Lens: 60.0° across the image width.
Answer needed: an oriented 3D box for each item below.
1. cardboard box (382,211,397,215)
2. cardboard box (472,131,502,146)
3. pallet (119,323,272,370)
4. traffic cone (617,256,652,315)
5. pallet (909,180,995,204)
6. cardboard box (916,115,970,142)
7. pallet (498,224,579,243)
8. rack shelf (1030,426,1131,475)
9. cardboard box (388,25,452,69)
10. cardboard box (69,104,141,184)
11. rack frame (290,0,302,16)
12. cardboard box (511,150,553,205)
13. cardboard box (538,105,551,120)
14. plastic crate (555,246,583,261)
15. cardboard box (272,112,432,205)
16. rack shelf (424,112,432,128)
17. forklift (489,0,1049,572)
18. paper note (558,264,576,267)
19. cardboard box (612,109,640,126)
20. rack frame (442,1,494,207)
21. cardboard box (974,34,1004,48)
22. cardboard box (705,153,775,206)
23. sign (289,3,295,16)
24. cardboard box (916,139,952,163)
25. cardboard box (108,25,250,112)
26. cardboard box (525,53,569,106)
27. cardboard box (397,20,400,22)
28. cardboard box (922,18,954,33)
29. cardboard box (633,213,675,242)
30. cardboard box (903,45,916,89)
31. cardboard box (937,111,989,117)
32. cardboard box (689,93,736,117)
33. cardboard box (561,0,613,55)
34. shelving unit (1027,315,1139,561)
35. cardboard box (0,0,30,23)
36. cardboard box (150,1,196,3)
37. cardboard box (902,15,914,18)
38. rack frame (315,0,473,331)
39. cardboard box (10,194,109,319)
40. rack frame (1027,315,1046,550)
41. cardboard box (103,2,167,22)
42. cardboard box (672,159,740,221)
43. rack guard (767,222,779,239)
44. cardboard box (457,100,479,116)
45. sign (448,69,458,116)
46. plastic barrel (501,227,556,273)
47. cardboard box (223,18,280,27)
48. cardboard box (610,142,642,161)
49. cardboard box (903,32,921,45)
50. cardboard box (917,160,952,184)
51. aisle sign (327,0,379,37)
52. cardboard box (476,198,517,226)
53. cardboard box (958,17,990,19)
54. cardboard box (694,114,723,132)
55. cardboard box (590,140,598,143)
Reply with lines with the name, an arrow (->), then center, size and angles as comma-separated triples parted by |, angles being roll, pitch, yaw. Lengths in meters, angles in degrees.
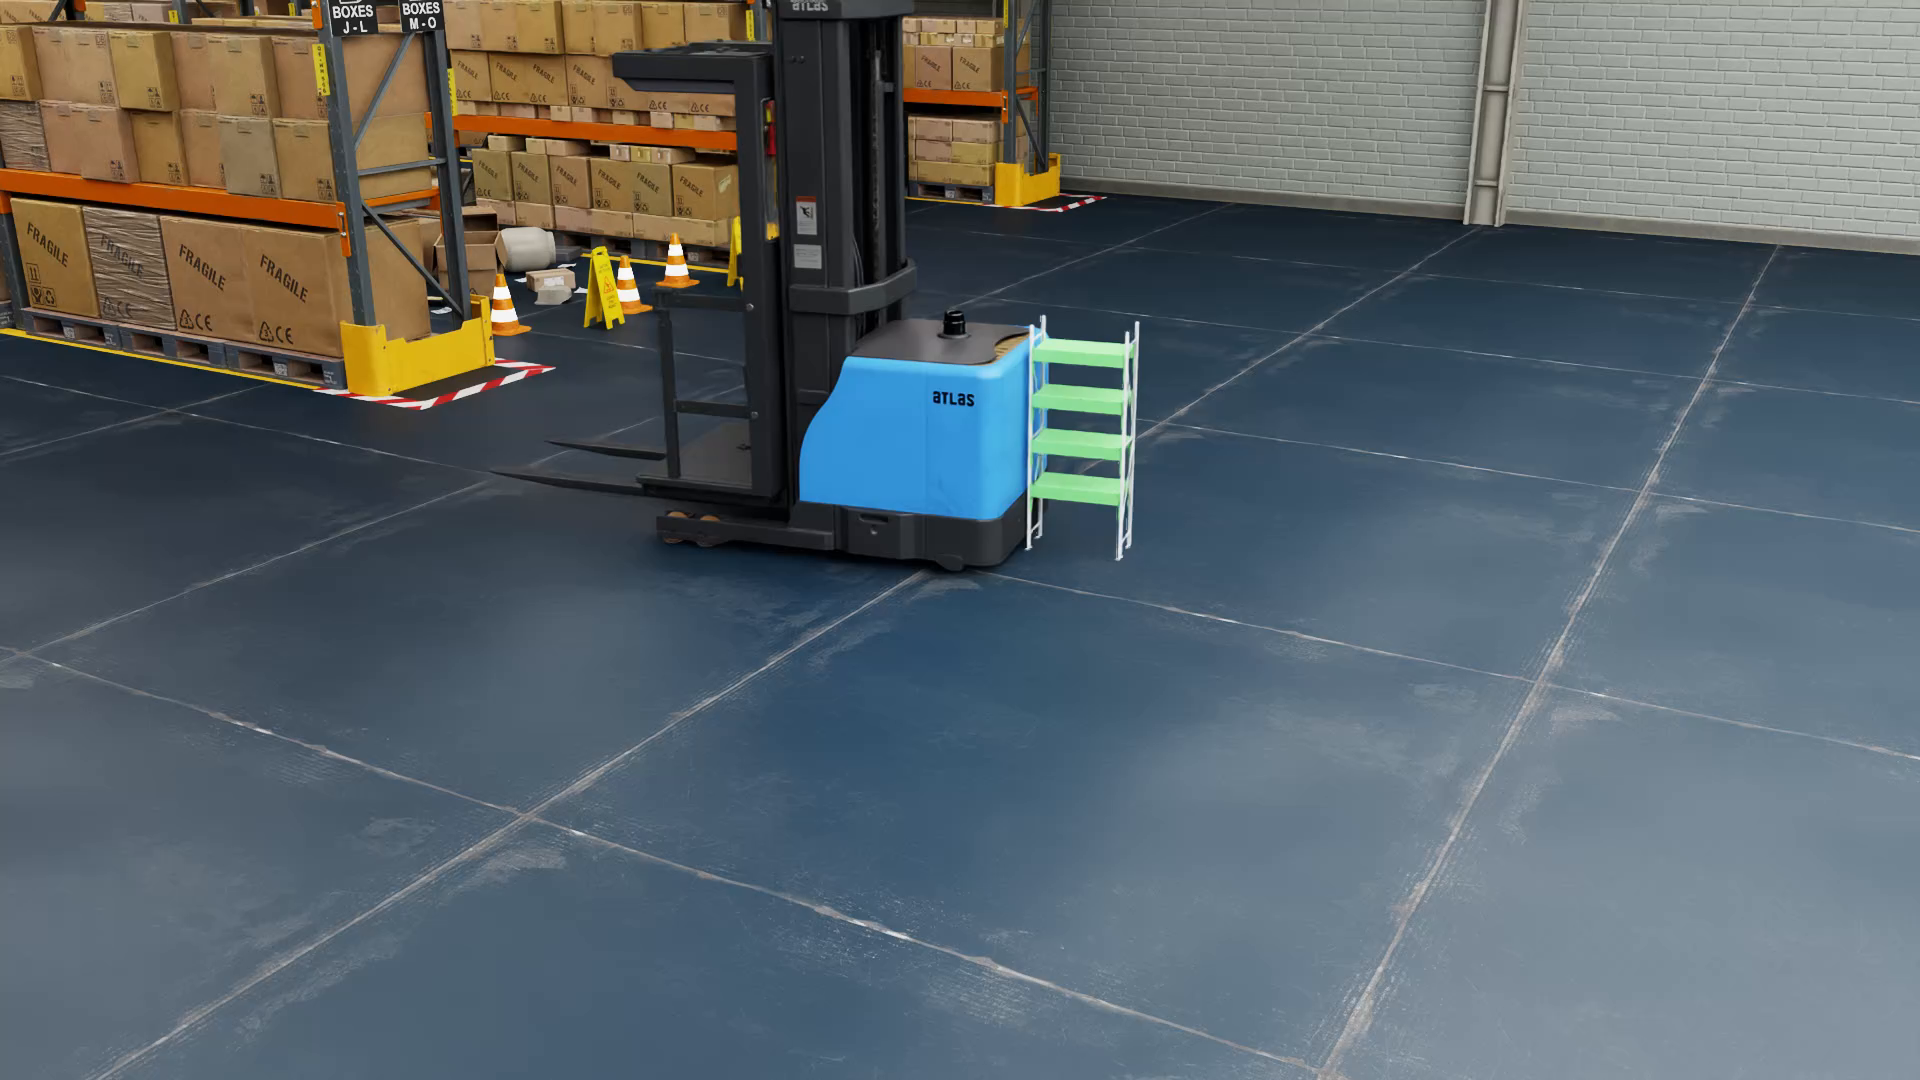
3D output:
cardboard box -> -5.943, -3.407, 16.414 | 0.500, 0.500, 0.500 | 11, 23, 27
cardboard box -> -6.650, -5.933, 23.873 | 0.500, 0.500, 0.500 | 12, 23, 29
pallet -> -5.733, -1.607, 12.987 | 1.213, 0.211, 1.003 | 11, 23, 27
traffic cone -> -2.859, -2.204, 14.262 | 0.334, 0.463, 0.336 | 11, 23, 27
pallet -> 0.120, -4.378, 20.625 | 1.213, 0.211, 1.003 | 11, 23, 27
cardboard box -> -0.195, -5.016, 20.244 | 0.500, 0.250, 0.500 | 11, 23, 28
pallet -> -4.498, -3.349, 17.788 | 1.213, 0.211, 1.003 | 11, 23, 27
rack shelf -> 0.626, -0.462, 8.567 | 0.480, 0.148, 0.258 | 6, 21, 17
cardboard box -> -5.617, -5.154, 17.475 | 0.500, 0.500, 0.500 | 10, 22, 26
cardboard box -> -6.194, -3.074, 12.720 | 0.550, 0.550, 0.875 | 11, 23, 27
rack frame -> -9.668, -7.570, 25.334 | 0.127, 3.000, 1.000 | 11, 23, 27
cardboard box -> -4.245, -3.754, 17.133 | 0.500, 0.500, 0.500 | 12, 23, 29
cardboard box -> -4.043, -4.347, 16.818 | 0.250, 0.149, 0.380 | 11, 23, 27
plastic crate -> -4.131, -2.883, 16.697 | 0.583, 0.080, 0.402 | 3, 20, 9
cardboard box -> -4.281, -2.724, 11.756 | 0.550, 0.550, 0.875 | 11, 23, 27
rack shelf -> -6.848, -4.755, 18.631 | 4.000, 0.370, 1.077 | 11, 23, 27
forklift -> -1.089, -1.500, 8.703 | 3.031, 2.935, 1.130 | 6, 21, 17
paper note -> -3.831, -2.680, 16.209 | 0.148, 0.019, 0.142 | 3, 20, 9
cardboard box -> -3.191, -4.168, 16.325 | 0.250, 0.149, 0.380 | 11, 22, 27
rack frame -> -5.102, -4.761, 17.591 | 0.127, 3.000, 1.000 | 11, 23, 27
cardboard box -> 0.369, -5.900, 19.634 | 0.250, 0.149, 0.380 | 11, 23, 28
cardboard box -> -2.200, -3.573, 16.634 | 0.500, 0.500, 0.500 | 10, 22, 26
sign -> -9.926, -7.814, 24.738 | 0.005, 0.325, 0.100 | 11, 23, 27
cardboard box -> -0.202, -4.788, 20.350 | 0.500, 0.250, 0.500 | 11, 22, 27
cardboard box -> -5.714, -3.504, 12.322 | 0.500, 0.550, 0.875 | 11, 23, 27
cardboard box -> -3.972, -4.628, 16.641 | 0.500, 0.500, 0.500 | 11, 22, 27
cardboard box -> -6.234, -5.478, 18.369 | 0.500, 0.500, 0.500 | 11, 22, 27
cardboard box -> -0.261, -6.193, 20.006 | 0.250, 0.149, 0.380 | 11, 23, 28
cardboard box -> -2.895, -3.143, 16.549 | 0.500, 0.250, 0.500 | 11, 23, 27
cardboard box -> -0.646, -5.799, 20.306 | 0.500, 0.500, 0.500 | 10, 22, 26
cardboard box -> 0.043, -5.167, 20.662 | 0.500, 0.250, 0.500 | 11, 23, 27
cardboard box -> -2.218, -4.291, 15.713 | 0.500, 0.500, 0.500 | 10, 22, 26
cardboard box -> -3.463, -5.038, 16.305 | 0.500, 0.500, 0.700 | 11, 22, 27
shelving unit -> 0.626, -0.522, 8.546 | 0.503, 1.200, 0.258 | 6, 21, 17
cardboard box -> -11.384, -6.373, 20.423 | 0.500, 0.500, 0.500 | 11, 22, 27
cardboard box -> -9.343, -6.178, 19.884 | 0.500, 0.500, 0.500 | 11, 23, 28
cardboard box -> -0.717, -6.451, 20.716 | 0.250, 0.149, 0.380 | 11, 23, 28
rack frame -> -3.935, -2.605, 11.649 | 0.127, 3.000, 1.000 | 11, 23, 27
cardboard box -> -6.912, -2.344, 13.428 | 0.875, 0.875, 0.875 | 11, 23, 28
rack frame -> 0.394, -0.548, 8.617 | 0.015, 1.200, 0.240 | 6, 21, 17
cardboard box -> -9.625, -6.034, 19.489 | 0.500, 0.500, 0.500 | 11, 23, 28
cardboard box -> -2.436, -3.409, 16.180 | 0.500, 0.500, 0.500 | 11, 23, 28
rack guard -> -1.676, -2.933, 16.219 | 0.348, 0.500, 1.175 | 11, 23, 27
cardboard box -> -4.983, -4.495, 17.227 | 0.250, 0.149, 0.380 | 11, 23, 27
sign -> -3.659, -3.214, 11.940 | 0.005, 0.325, 0.100 | 11, 23, 27
plastic barrel -> -4.151, -2.778, 15.901 | 0.512, 0.421, 0.421 | -7, 21, -20
cardboard box -> -7.855, -5.582, 18.656 | 0.500, 0.500, 0.500 | 12, 23, 30
cardboard box -> -3.236, -3.842, 16.423 | 0.250, 0.149, 0.380 | 12, 23, 30
cardboard box -> -0.533, -6.070, 20.103 | 0.250, 0.149, 0.380 | 10, 22, 26
cardboard box -> -0.186, -4.549, 20.422 | 0.500, 0.250, 0.500 | 11, 23, 27
aisle sign -> -4.020, -3.726, 10.927 | 0.004, 0.787, 0.394 | 11, 23, 27
cardboard box -> -4.718, -3.487, 17.497 | 0.500, 0.250, 0.500 | 10, 22, 25
cardboard box -> 0.170, -6.279, 20.241 | 0.250, 0.149, 0.380 | 11, 23, 28
cardboard box -> -2.316, -3.985, 15.821 | 0.250, 0.149, 0.380 | 10, 22, 27
cardboard box -> -5.064, -5.772, 23.244 | 0.625, 0.625, 0.875 | 12, 23, 29
